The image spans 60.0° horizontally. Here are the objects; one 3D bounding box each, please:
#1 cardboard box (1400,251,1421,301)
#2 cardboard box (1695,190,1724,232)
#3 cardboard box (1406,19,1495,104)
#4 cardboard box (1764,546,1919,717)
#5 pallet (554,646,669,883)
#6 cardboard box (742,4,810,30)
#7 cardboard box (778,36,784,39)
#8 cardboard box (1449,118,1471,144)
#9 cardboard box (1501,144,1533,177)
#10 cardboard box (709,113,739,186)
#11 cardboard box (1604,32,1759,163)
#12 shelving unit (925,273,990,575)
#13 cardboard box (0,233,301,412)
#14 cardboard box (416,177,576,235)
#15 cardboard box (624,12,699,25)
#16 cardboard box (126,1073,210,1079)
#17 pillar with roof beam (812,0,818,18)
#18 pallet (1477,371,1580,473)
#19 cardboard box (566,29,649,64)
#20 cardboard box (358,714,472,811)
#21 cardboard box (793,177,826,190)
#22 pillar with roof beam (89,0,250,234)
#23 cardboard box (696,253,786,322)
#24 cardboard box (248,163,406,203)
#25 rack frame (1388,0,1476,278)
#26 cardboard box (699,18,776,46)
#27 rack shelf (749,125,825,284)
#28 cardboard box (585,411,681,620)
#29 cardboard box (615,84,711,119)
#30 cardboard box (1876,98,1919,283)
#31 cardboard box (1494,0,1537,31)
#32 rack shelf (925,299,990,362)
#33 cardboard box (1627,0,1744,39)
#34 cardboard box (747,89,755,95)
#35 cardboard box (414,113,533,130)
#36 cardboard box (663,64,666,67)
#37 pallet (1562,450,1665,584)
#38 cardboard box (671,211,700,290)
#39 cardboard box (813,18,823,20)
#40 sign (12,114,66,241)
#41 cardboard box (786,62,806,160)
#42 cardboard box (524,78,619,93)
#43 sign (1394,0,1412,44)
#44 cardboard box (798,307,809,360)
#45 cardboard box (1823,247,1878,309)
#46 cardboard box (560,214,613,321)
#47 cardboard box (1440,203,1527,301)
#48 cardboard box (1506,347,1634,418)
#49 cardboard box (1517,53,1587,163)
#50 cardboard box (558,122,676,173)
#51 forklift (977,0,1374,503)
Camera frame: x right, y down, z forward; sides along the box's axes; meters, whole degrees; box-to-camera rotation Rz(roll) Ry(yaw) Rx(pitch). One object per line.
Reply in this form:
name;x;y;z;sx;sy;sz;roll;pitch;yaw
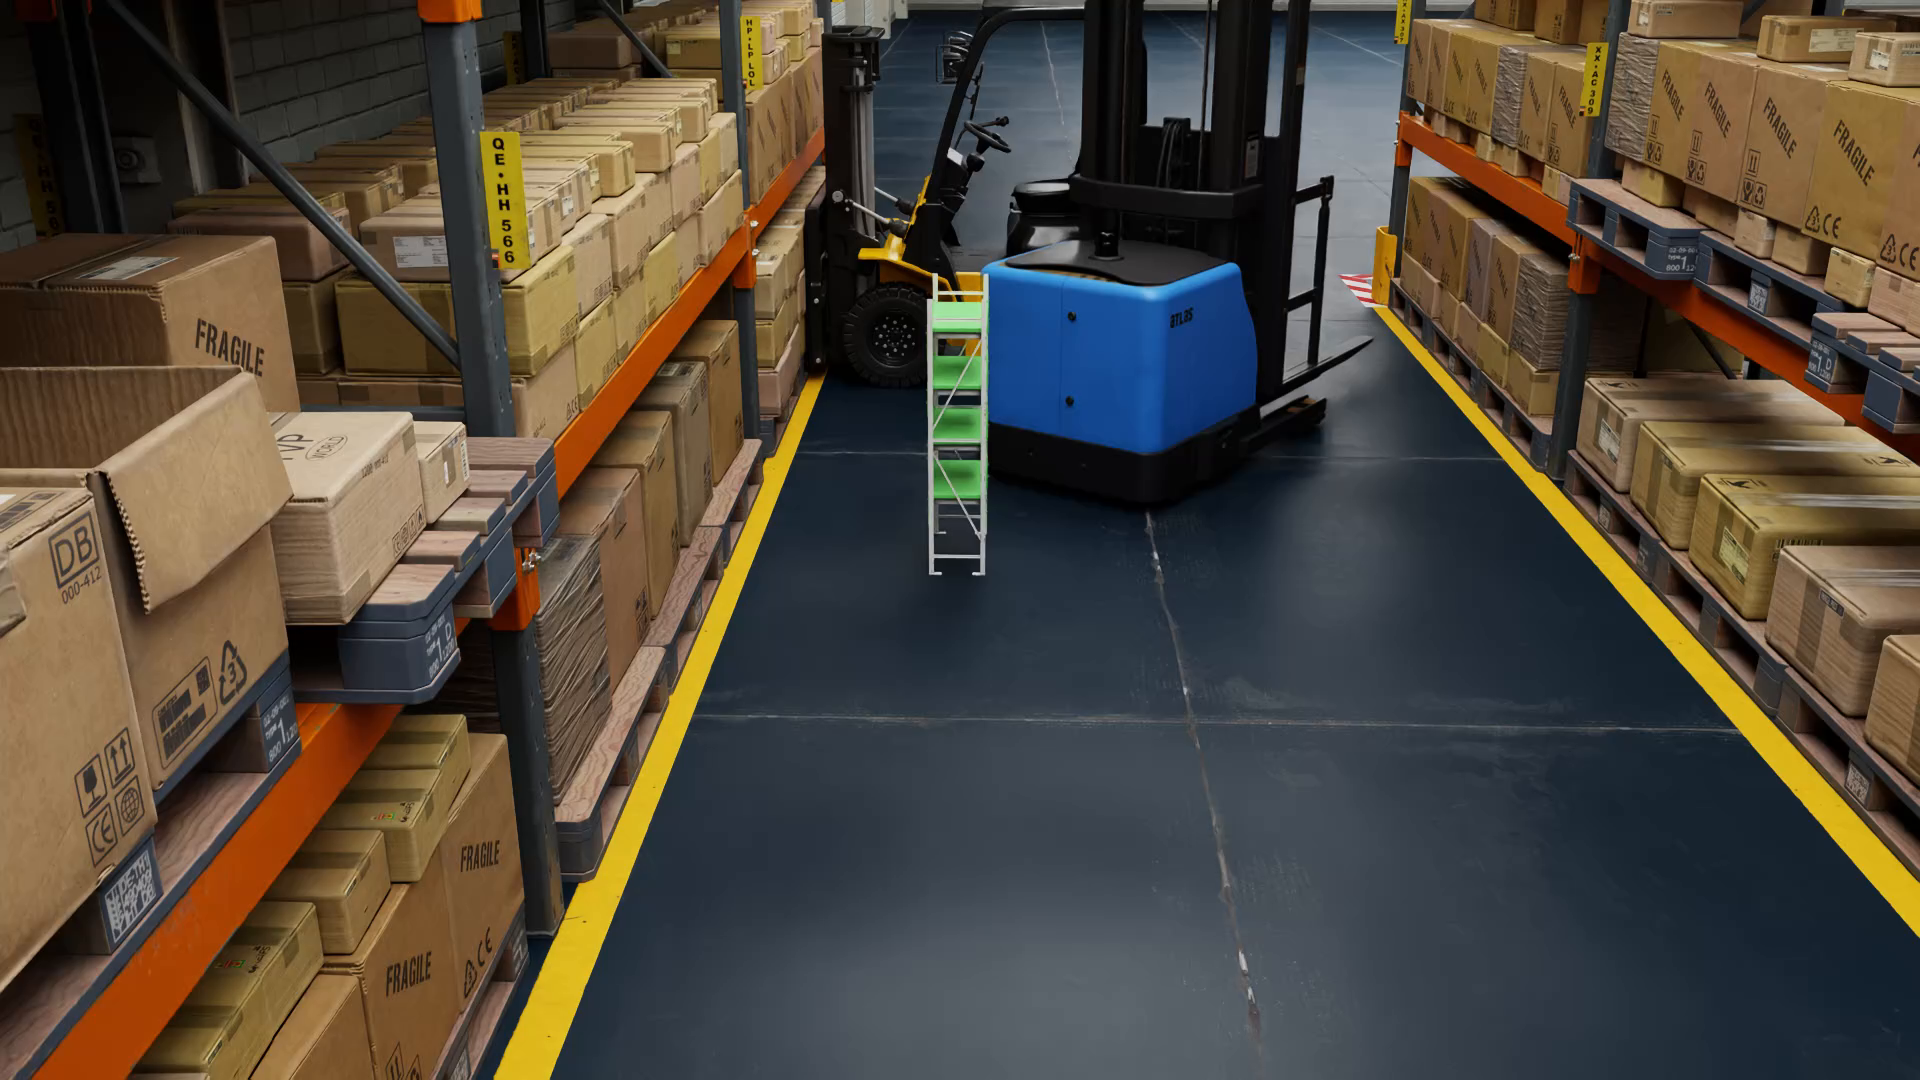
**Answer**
cardboard box;3.271;-1.774;11.176;0.500;0.250;0.500;0;21;1
cardboard box;3.120;-1.299;6.497;0.380;0.149;0.250;1;21;2
cardboard box;3.280;-3.166;10.993;0.500;0.500;0.500;0;21;1
cardboard box;3.370;0.302;5.657;0.950;0.372;0.625;0;21;1
pallet;-1.569;0.693;5.451;1.003;0.211;1.213;1;21;2
cardboard box;-1.126;-3.189;10.155;0.380;0.149;0.250;1;21;3
cardboard box;-1.232;-2.869;9.743;0.380;0.149;0.250;0;21;1
cardboard box;3.244;-2.540;10.275;0.380;0.149;0.250;1;21;3
cardboard box;3.183;-2.073;9.071;0.380;0.149;0.250;0;21;1
cardboard box;-1.270;-1.739;7.380;0.500;0.250;0.500;0;21;0
cardboard box;3.150;-1.917;7.194;0.500;0.500;0.500;1;21;3
shelving unit;-0.005;-0.500;7.158;0.258;1.200;0.503;1;21;2
cardboard box;-1.805;-0.368;3.611;0.500;0.500;0.500;2;21;4
cardboard box;-1.340;-0.960;4.823;0.380;0.149;0.250;1;21;3
cardboard box;-1.693;-2.916;9.452;0.380;0.149;0.250;1;21;3
cardboard box;-1.463;1.018;2.737;0.380;0.149;0.250;0;21;-1
pillar with roof beam;2.357;-10.049;20.987;9.100;9.000;0.400;1;21;2
pallet;3.436;-0.646;8.902;1.003;0.211;1.213;1;21;2
cardboard box;-1.754;-2.453;8.257;0.380;0.149;0.250;0;21;0
cardboard box;-1.395;0.539;3.972;0.380;0.149;0.250;0;21;-1
cardboard box;-1.101;-2.228;10.962;0.500;0.250;0.500;1;21;3
pillar with roof beam;1.809;-3.540;4.214;9.100;9.000;0.400;1;21;2
cardboard box;-1.183;-1.307;8.590;0.500;0.250;0.500;0;21;1
cardboard box;-1.922;-1.057;5.071;0.380;0.149;0.250;0;21;1
rack frame;3.572;-3.149;11.498;1.000;3.000;0.127;1;21;2
cardboard box;-1.197;-2.730;8.971;0.380;0.149;0.250;0;21;1
rack shelf;-1.450;-2.144;9.902;1.077;0.370;4.000;1;21;2
cardboard box;-1.568;-0.104;6.351;0.875;0.625;0.625;0;21;-1
cardboard box;-1.289;-1.886;7.207;0.380;0.149;0.250;0;21;1
cardboard box;3.069;-0.992;4.809;0.500;0.500;0.500;0;21;1
cardboard box;3.752;-3.430;10.292;0.700;0.500;0.500;1;21;2
rack shelf;-0.005;-0.887;7.007;0.258;0.148;0.480;1;21;2
cardboard box;3.083;-2.220;7.077;0.380;0.149;0.250;1;21;1
cardboard box;-1.232;-2.311;8.303;0.380;0.149;0.250;1;21;3
cardboard box;-1.828;-1.520;6.264;0.380;0.149;0.250;0;21;1
cardboard box;-1.699;-2.594;9.032;0.380;0.149;0.250;1;21;3
pallet;3.428;-0.121;7.549;1.003;0.211;1.213;1;21;2
cardboard box;-1.320;-1.140;6.527;0.500;0.250;0.500;1;21;2
cardboard box;-1.120;-3.423;11.169;0.380;0.149;0.250;1;21;2
sign;-2.188;-0.854;3.984;0.100;0.325;0.005;1;21;2
cardboard box;-1.187;-2.513;9.722;0.500;0.500;0.500;1;21;2
cardboard box;-1.736;-1.980;7.451;0.380;0.149;0.250;0;21;0
sign;3.030;-3.558;11.357;0.100;0.325;0.005;1;21;2
cardboard box;-1.165;-1.211;9.723;0.500;0.250;0.500;1;21;3
cardboard box;3.012;-0.836;5.304;0.380;0.149;0.250;1;21;3
cardboard box;-1.359;-0.812;4.990;0.500;0.250;0.500;1;21;3
cardboard box;3.236;-1.745;10.063;0.500;0.500;0.500;1;21;3
cardboard box;3.200;-0.833;8.751;0.500;0.250;0.500;2;21;4
cardboard box;3.224;-2.238;8.600;0.500;0.500;0.500;1;21;3
cardboard box;-1.239;-1.420;6.007;0.380;0.149;0.250;0;21;0
forklift;1.351;-2.012;8.663;1.130;2.935;3.031;15;26;33
